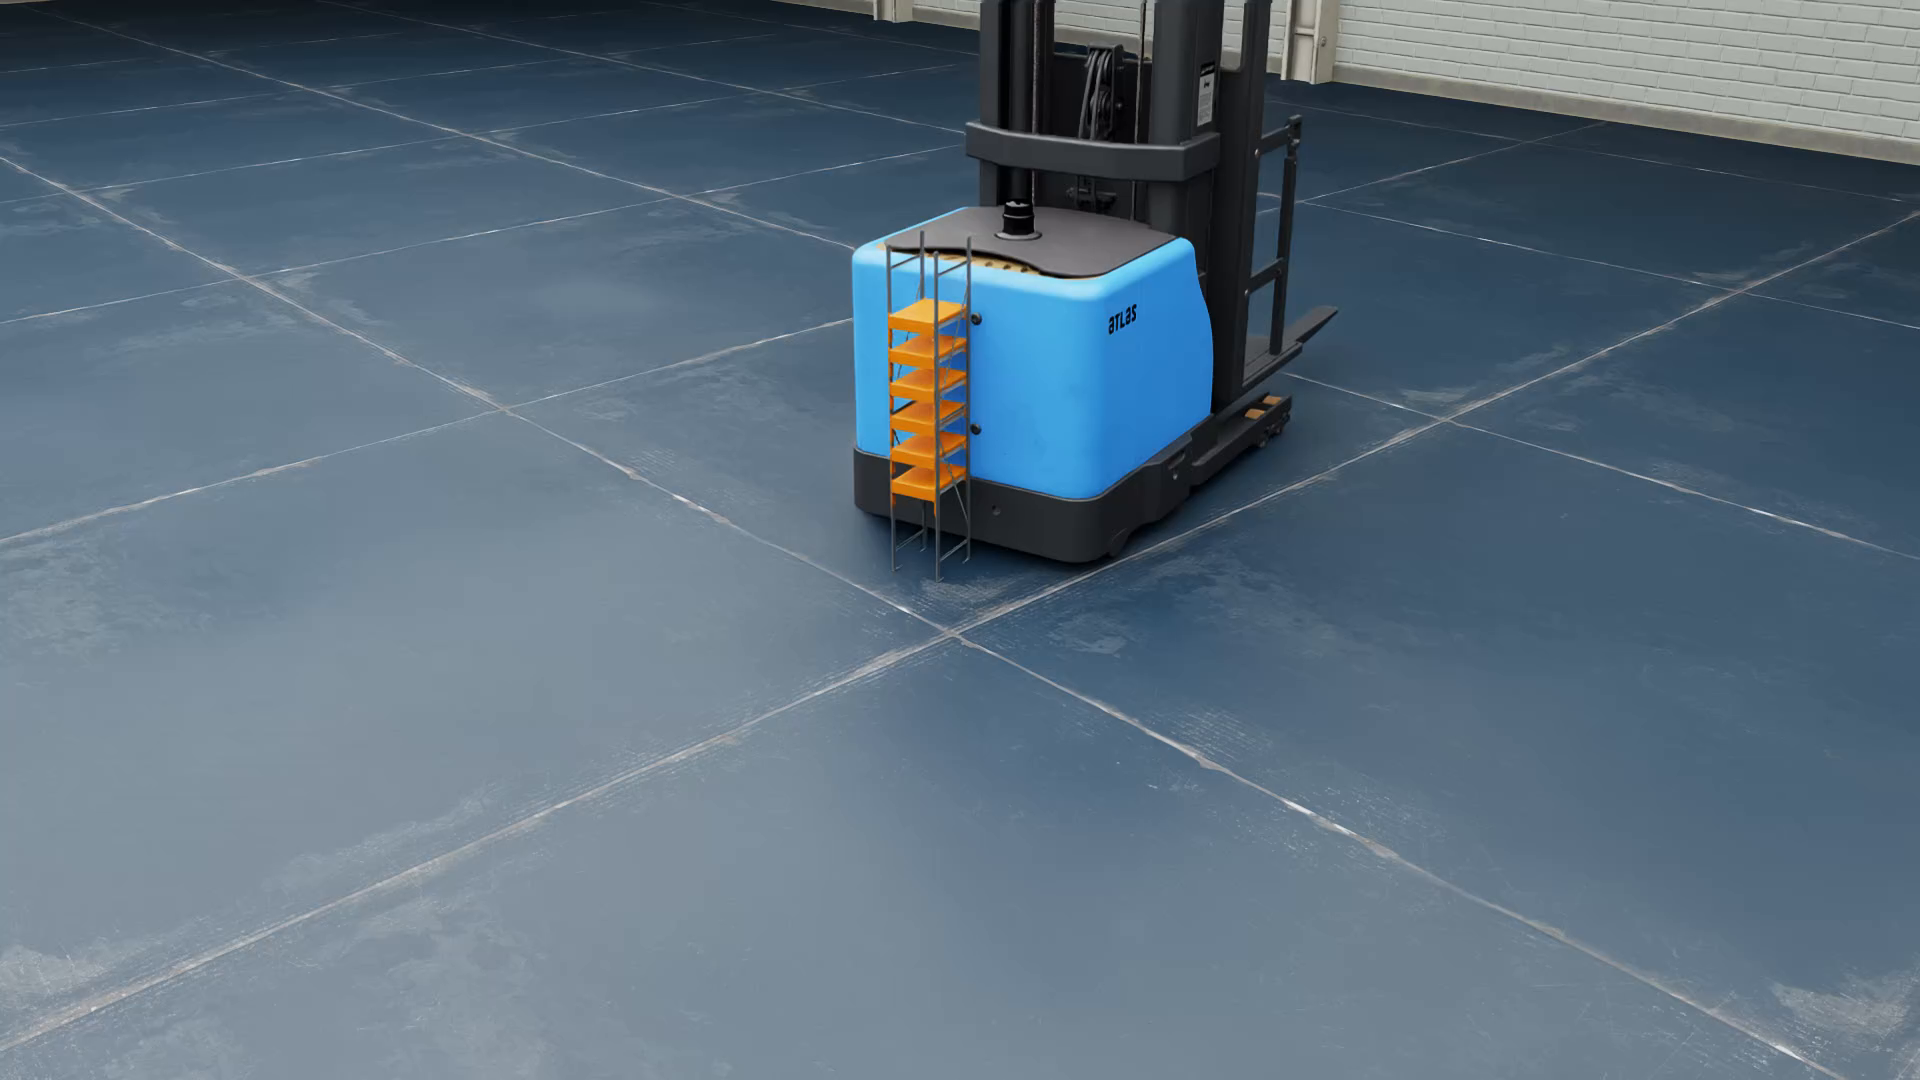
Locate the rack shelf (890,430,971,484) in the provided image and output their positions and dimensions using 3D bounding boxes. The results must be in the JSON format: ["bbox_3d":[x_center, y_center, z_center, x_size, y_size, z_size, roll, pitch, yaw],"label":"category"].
[{"bbox_3d":[-0.104,-0.303,5.864,0.180,0.103,0.258,13,28,27],"label":"rack shelf"}]

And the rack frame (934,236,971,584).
[{"bbox_3d":[-0.024,-0.433,5.755,0.006,1.200,0.240,13,28,27],"label":"rack frame"}]

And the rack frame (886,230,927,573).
[{"bbox_3d":[-0.183,-0.471,5.837,0.006,1.200,0.240,13,28,27],"label":"rack frame"}]

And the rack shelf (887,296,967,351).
[{"bbox_3d":[-0.104,-0.739,5.665,0.180,0.103,0.258,13,28,27],"label":"rack shelf"}]

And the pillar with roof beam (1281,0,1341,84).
[{"bbox_3d":[0.170,-7.264,11.332,9.100,9.000,0.400,-21,32,-38],"label":"pillar with roof beam"}]

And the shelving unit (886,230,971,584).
[{"bbox_3d":[-0.104,-0.452,5.796,0.189,1.200,0.258,13,28,27],"label":"shelving unit"}]

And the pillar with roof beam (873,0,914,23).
[{"bbox_3d":[-3.931,-9.082,15.316,9.100,9.000,0.400,-21,32,-38],"label":"pillar with roof beam"}]

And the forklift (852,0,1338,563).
[{"bbox_3d":[0.794,-1.819,6.707,1.130,2.935,3.031,14,28,28],"label":"forklift"}]

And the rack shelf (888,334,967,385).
[{"bbox_3d":[-0.104,-0.630,5.714,0.180,0.103,0.258,13,28,27],"label":"rack shelf"}]

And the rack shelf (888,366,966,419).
[{"bbox_3d":[-0.104,-0.521,5.764,0.180,0.103,0.258,13,28,27],"label":"rack shelf"}]

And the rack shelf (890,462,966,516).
[{"bbox_3d":[-0.104,-0.193,5.914,0.180,0.103,0.258,13,28,27],"label":"rack shelf"}]

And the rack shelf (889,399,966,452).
[{"bbox_3d":[-0.104,-0.412,5.814,0.180,0.103,0.258,13,28,27],"label":"rack shelf"}]
